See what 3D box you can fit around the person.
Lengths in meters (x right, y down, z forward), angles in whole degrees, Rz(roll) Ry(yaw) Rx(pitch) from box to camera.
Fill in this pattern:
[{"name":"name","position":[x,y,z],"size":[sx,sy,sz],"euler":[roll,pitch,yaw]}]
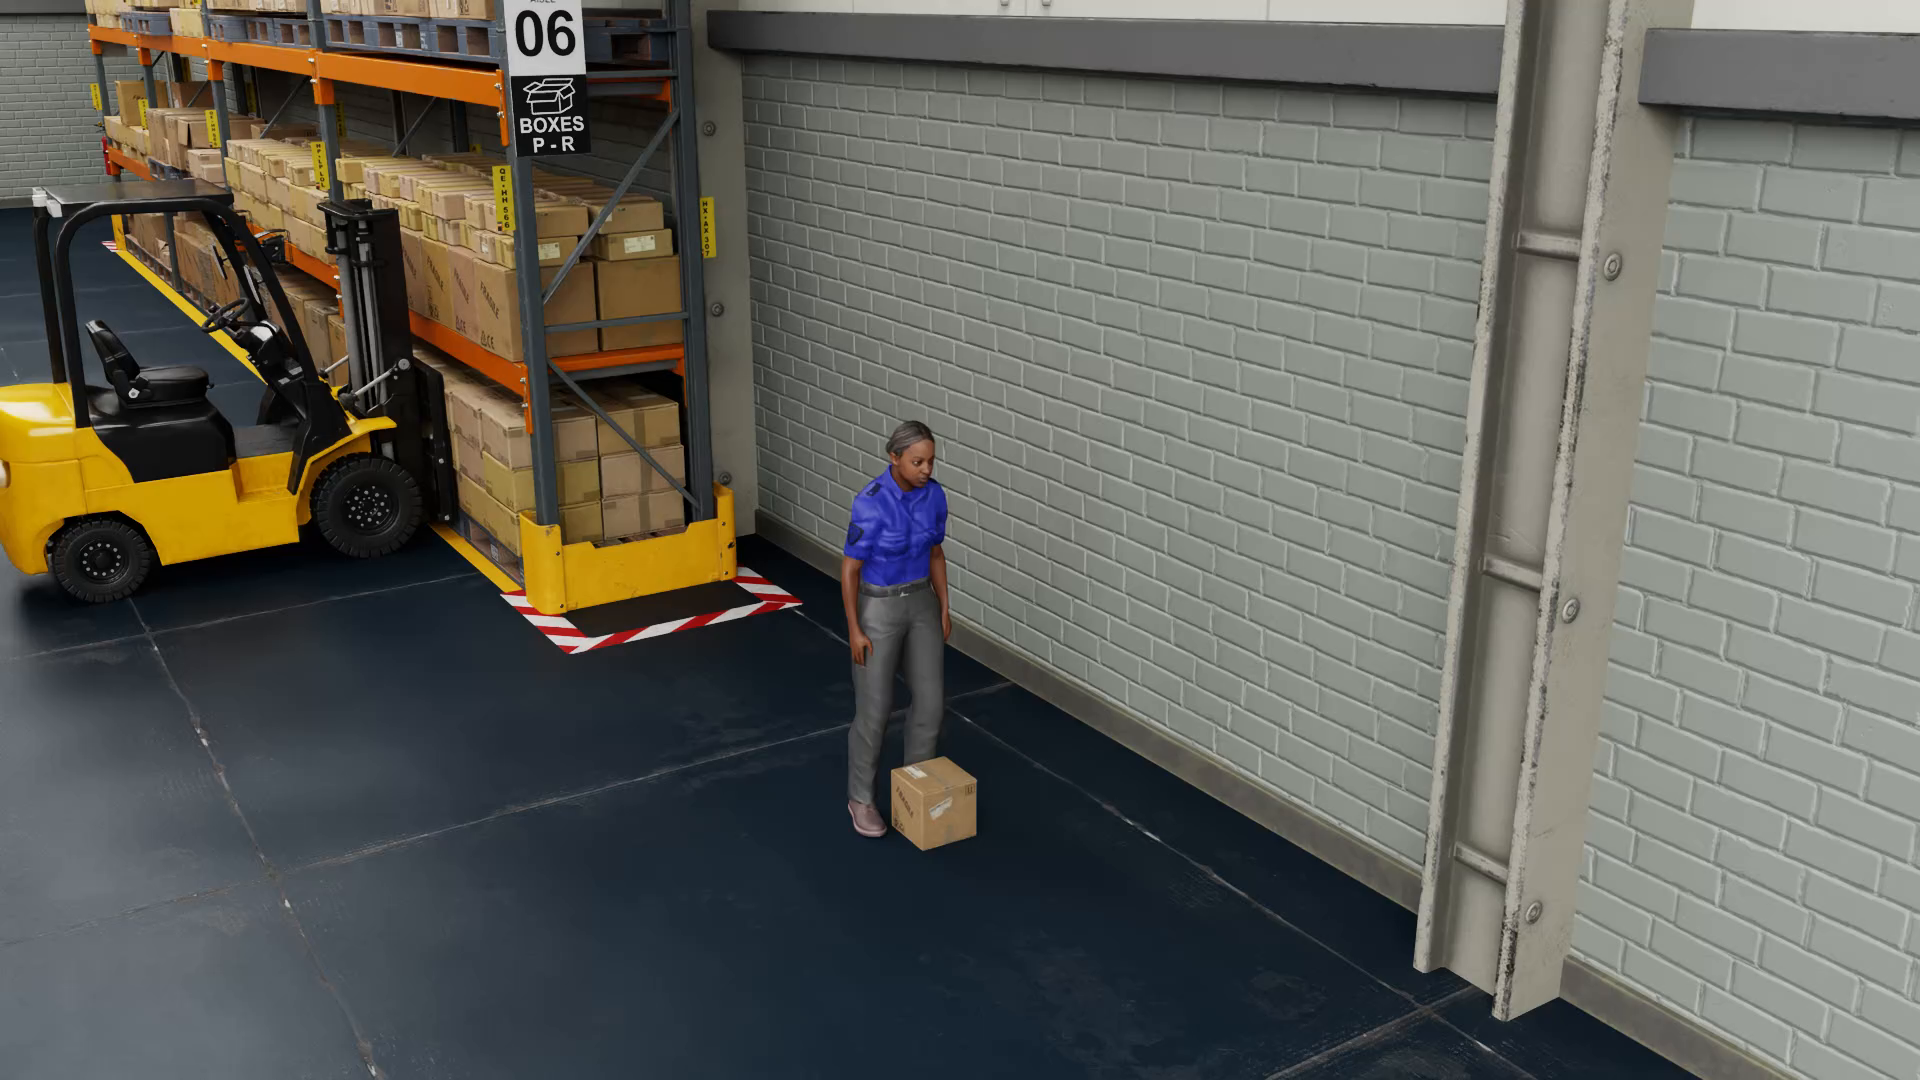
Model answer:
[{"name":"person","position":[-0.227,0.328,6.568],"size":[0.526,1.653,0.403],"euler":[-13,22,-35]}]
